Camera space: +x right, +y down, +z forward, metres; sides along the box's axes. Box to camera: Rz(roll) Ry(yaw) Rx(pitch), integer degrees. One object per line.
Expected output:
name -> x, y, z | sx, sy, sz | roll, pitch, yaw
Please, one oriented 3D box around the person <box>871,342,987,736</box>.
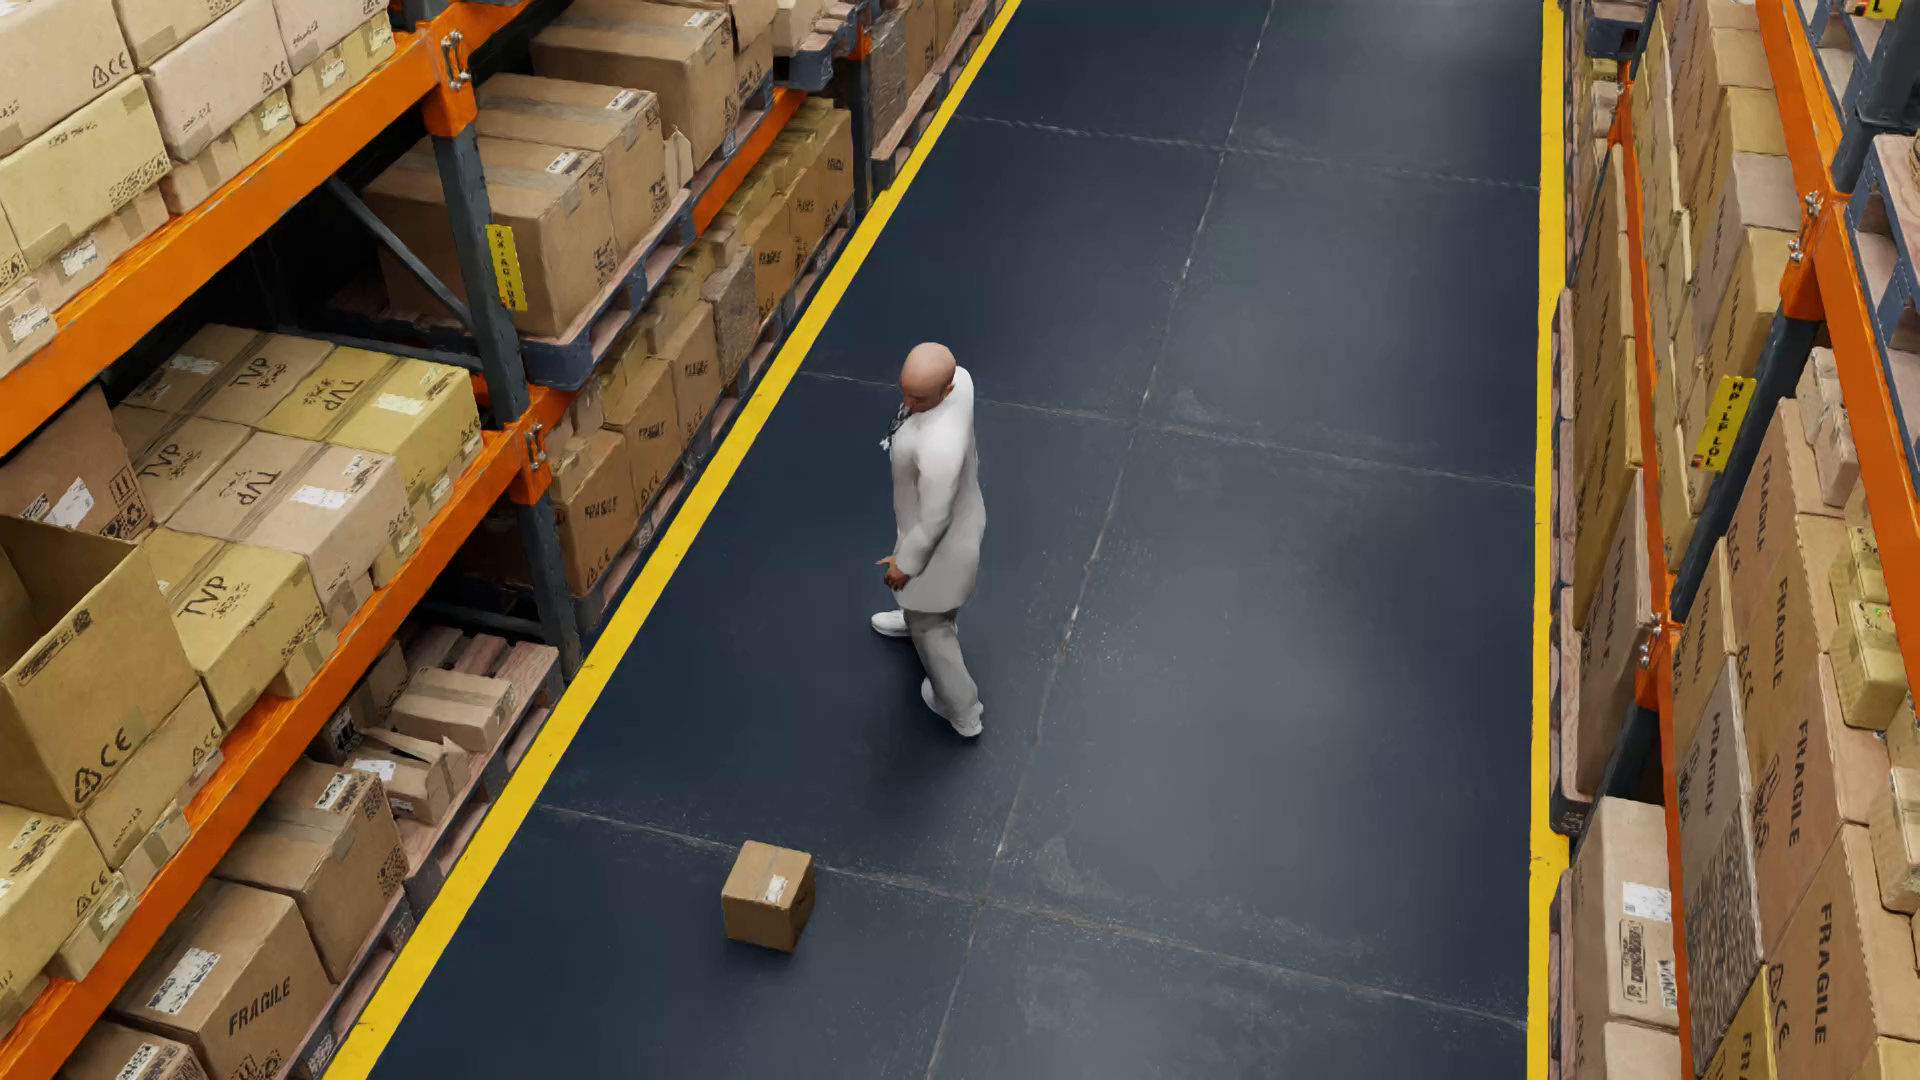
person -> -0.150, -0.071, 6.278 | 0.619, 1.774, 0.682 | 11, 42, 12
